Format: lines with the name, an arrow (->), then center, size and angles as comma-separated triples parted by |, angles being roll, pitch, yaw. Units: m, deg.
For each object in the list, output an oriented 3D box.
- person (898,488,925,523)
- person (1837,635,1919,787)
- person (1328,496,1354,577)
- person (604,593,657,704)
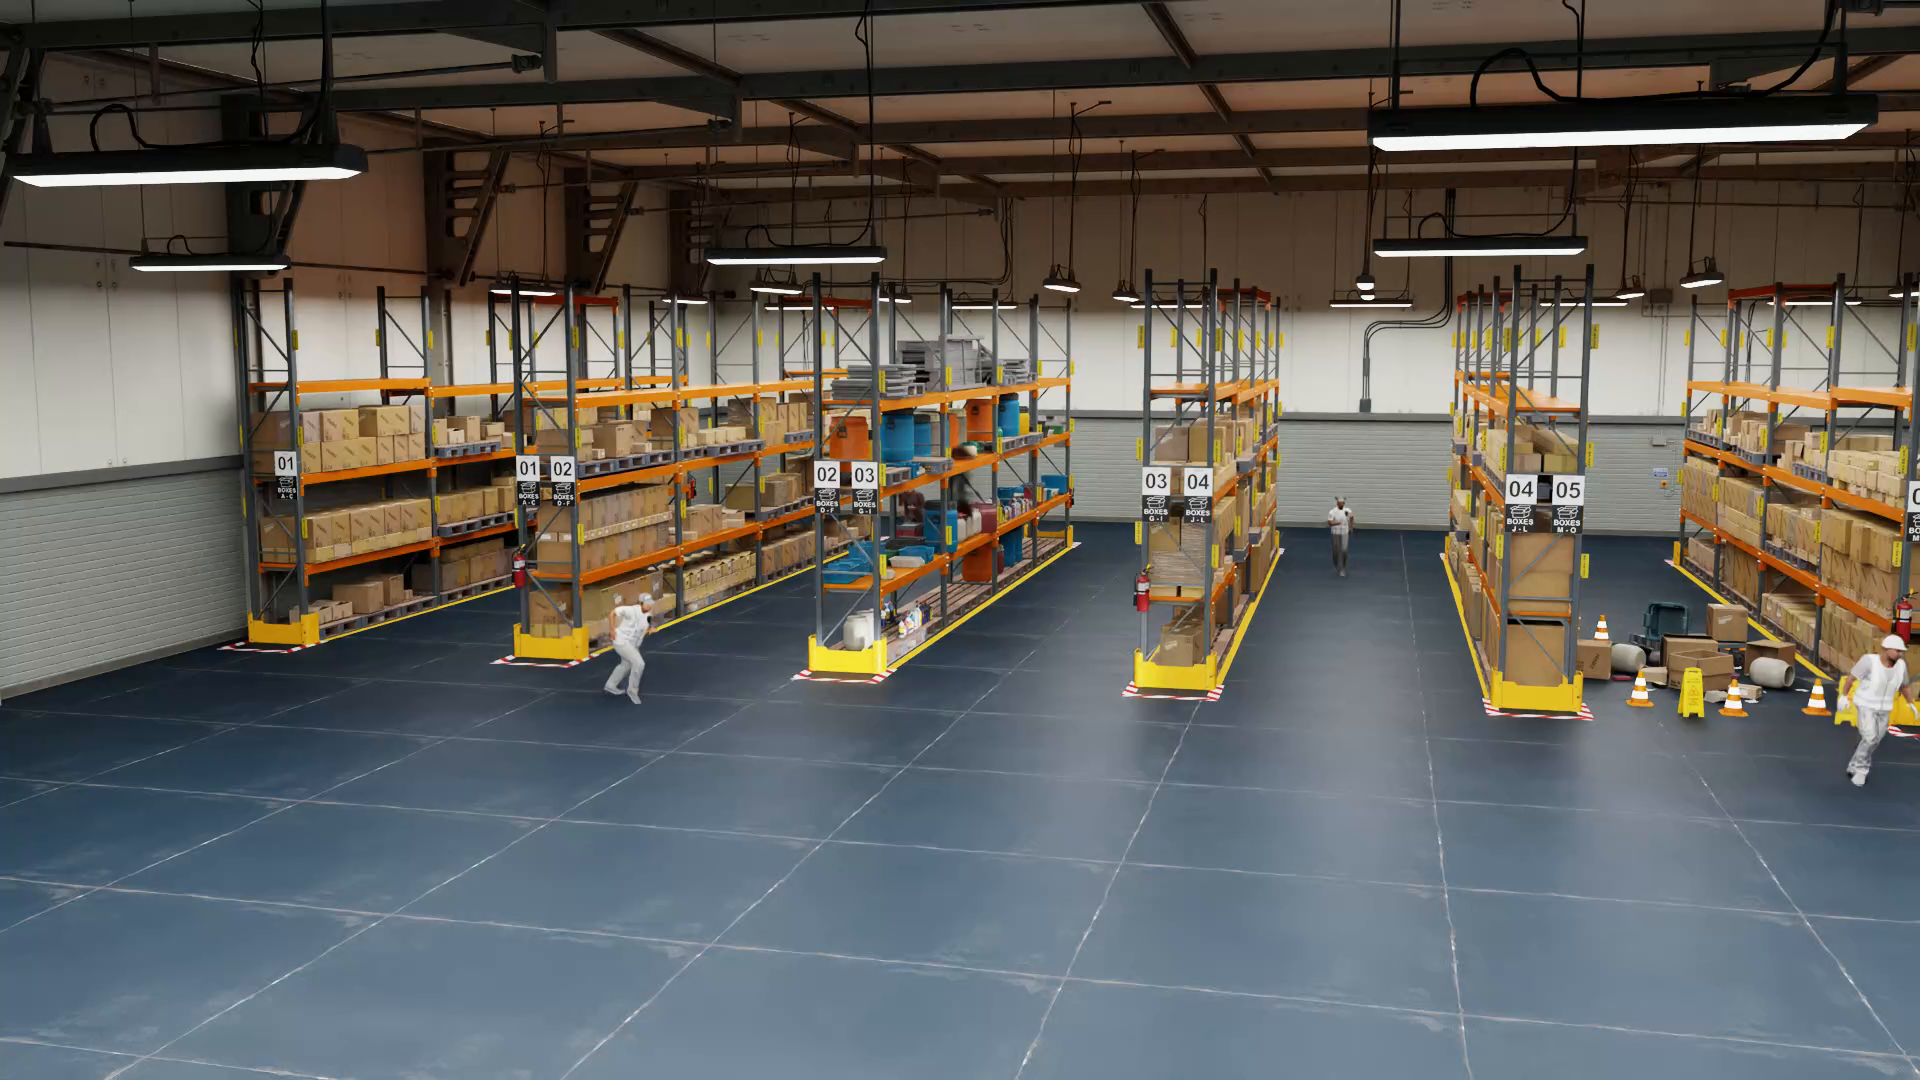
person -> -1.117, -0.444, 39.093 | 0.740, 1.673, 1.005 | 2, 7, 16
person -> 10.375, 1.902, 18.849 | 0.672, 1.726, 0.747 | -1, 7, -6
person -> 8.127, -0.091, 35.532 | 0.555, 1.748, 0.849 | 1, 7, 10
person -> -4.615, 1.502, 23.089 | 0.982, 1.596, 0.650 | 4, 8, 30
